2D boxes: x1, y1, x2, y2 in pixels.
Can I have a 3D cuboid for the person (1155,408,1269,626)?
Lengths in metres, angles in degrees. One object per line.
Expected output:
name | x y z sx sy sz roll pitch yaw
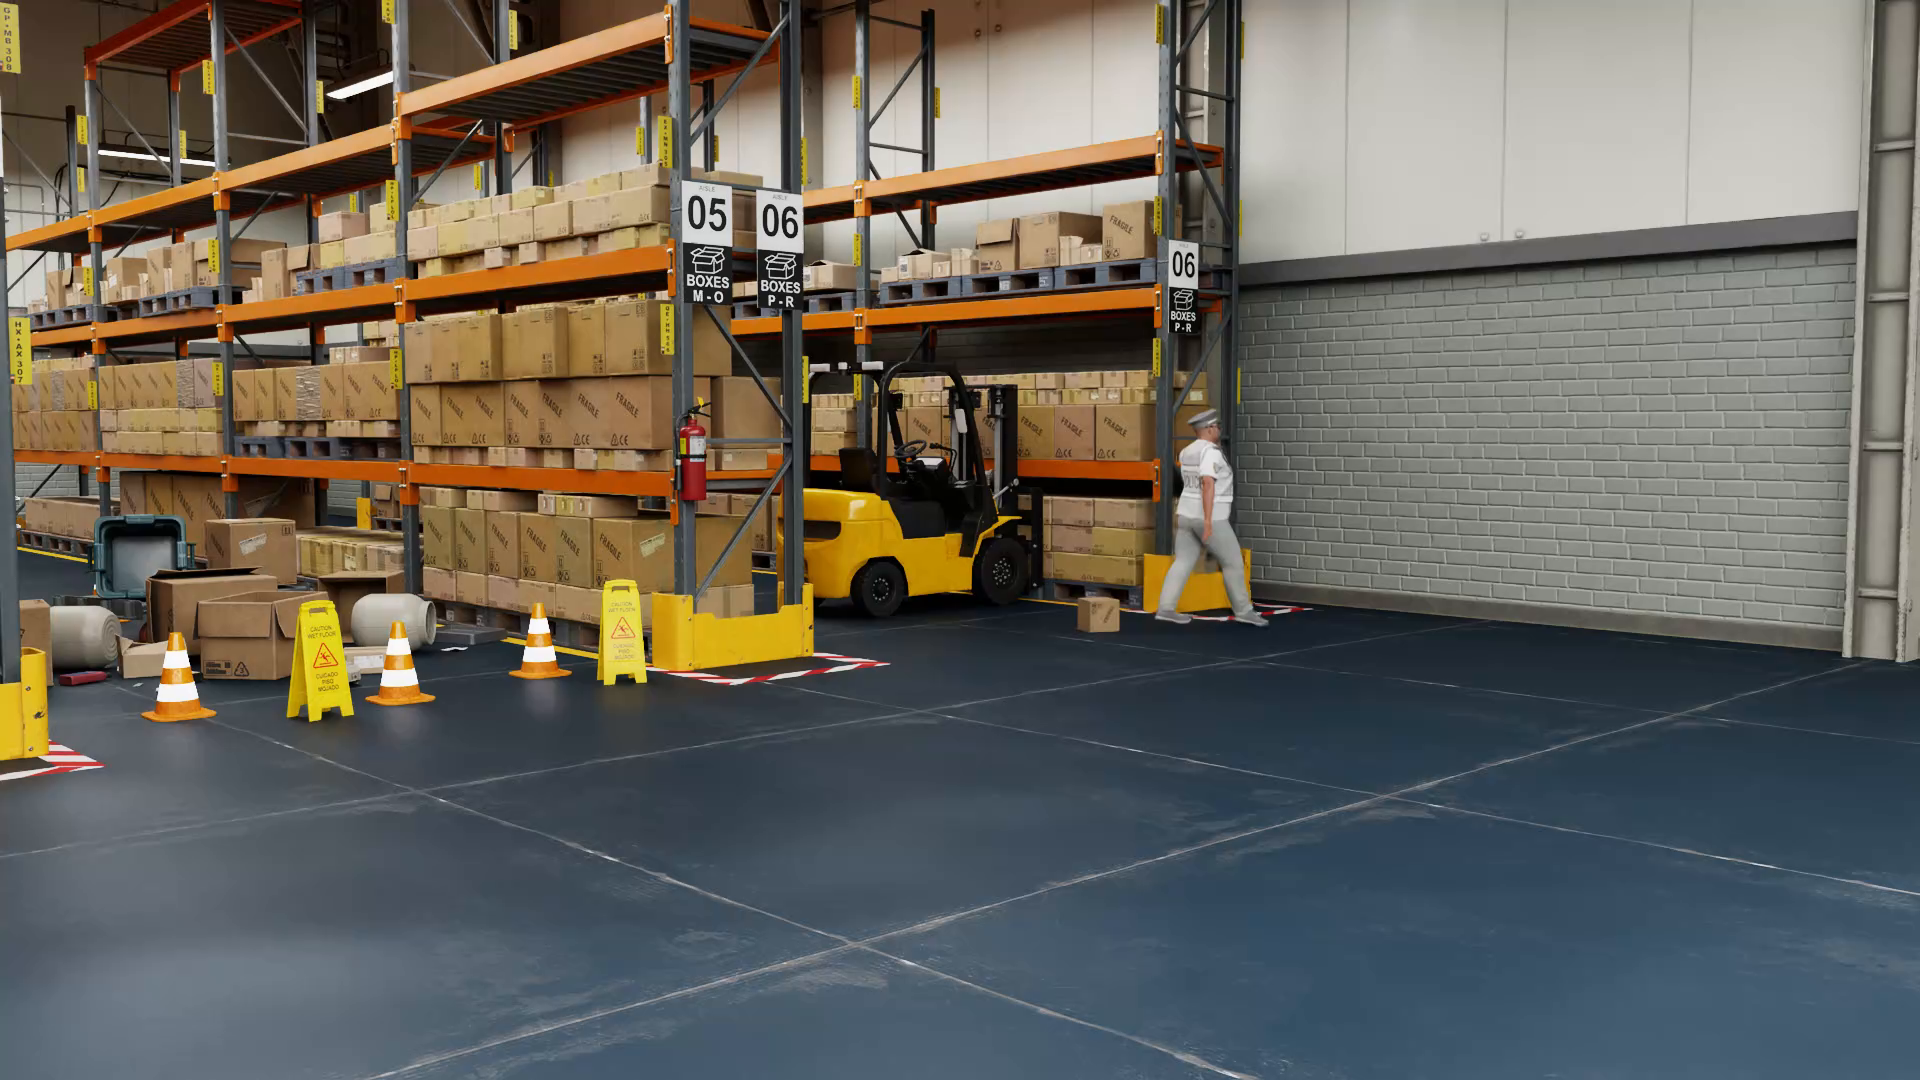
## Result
person | 2.006 -0.170 13.276 1.003 1.757 0.585 -2 5 -32
